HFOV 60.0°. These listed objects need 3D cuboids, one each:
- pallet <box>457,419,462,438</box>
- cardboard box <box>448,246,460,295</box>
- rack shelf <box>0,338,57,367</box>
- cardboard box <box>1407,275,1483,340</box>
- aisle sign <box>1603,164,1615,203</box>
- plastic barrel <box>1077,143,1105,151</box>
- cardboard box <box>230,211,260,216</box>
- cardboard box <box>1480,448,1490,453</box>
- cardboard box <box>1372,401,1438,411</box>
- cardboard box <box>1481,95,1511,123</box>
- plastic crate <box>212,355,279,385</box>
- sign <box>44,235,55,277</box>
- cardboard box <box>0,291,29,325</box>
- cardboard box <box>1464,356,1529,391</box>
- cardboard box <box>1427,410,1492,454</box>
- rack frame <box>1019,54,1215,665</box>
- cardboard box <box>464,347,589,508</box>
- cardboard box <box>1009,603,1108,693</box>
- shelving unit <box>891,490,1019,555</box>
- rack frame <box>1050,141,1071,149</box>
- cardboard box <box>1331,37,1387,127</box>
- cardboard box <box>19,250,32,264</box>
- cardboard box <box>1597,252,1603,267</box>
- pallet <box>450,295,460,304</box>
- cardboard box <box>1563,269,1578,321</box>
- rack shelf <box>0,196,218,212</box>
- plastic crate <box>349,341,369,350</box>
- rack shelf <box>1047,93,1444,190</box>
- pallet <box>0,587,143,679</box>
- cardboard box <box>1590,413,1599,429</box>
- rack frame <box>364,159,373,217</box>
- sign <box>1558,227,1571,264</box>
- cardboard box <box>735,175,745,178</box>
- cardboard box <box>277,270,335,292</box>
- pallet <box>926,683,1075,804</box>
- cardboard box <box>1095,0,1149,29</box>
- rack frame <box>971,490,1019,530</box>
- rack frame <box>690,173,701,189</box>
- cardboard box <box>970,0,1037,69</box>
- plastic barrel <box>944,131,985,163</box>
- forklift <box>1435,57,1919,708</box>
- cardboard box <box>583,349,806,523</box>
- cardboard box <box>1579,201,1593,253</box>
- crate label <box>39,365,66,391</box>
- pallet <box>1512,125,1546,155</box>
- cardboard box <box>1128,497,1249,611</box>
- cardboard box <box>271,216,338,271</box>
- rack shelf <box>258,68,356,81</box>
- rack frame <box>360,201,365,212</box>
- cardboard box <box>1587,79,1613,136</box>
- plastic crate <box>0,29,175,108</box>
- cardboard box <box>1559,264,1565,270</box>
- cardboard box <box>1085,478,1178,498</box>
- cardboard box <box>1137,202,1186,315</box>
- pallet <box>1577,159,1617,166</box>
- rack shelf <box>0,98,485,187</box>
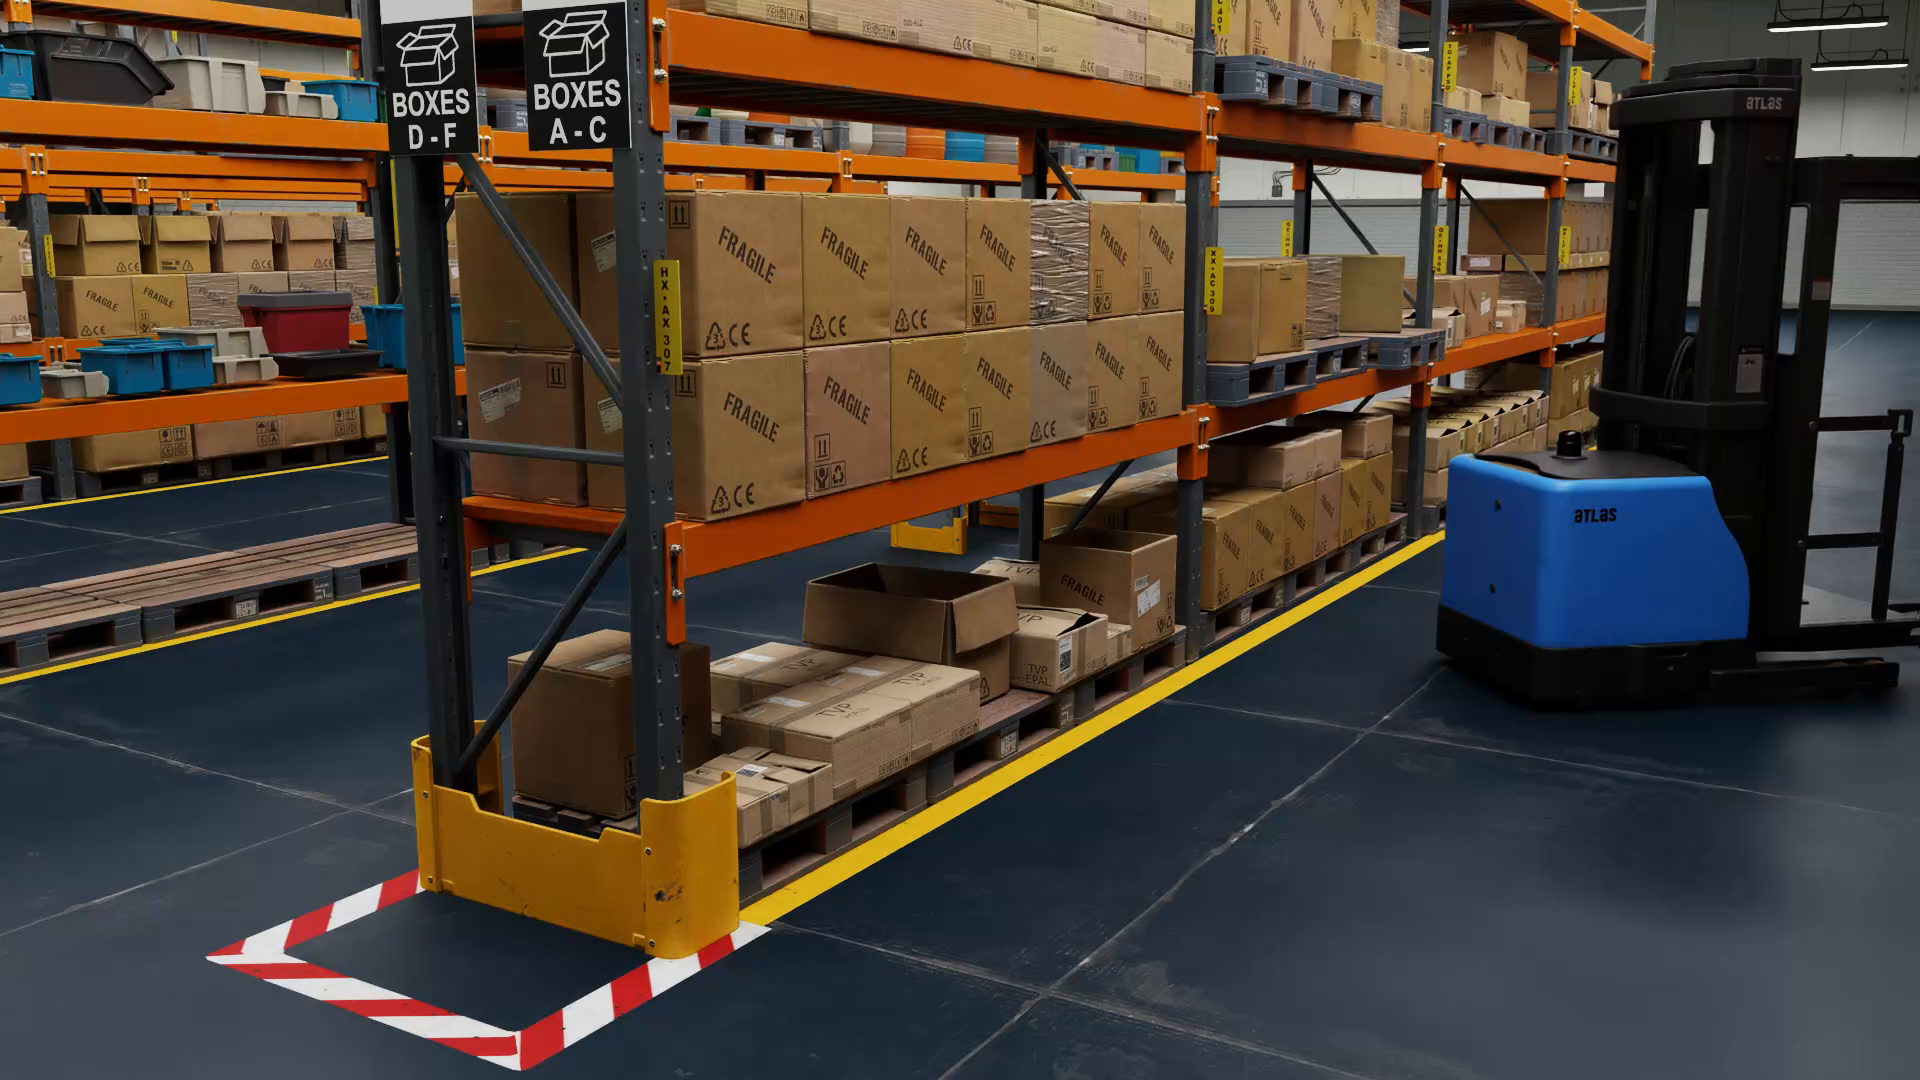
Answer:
[{"bbox_3d":[-5.210,-1.222,17.825,1.003,0.211,1.213,6,12,31],"label":"pallet"},{"bbox_3d":[-5.371,-2.815,17.339,0.500,0.500,0.500,5,12,24],"label":"cardboard box"},{"bbox_3d":[-8.732,-1.173,11.938,1.077,0.370,4.000,6,12,31],"label":"rack shelf"},{"bbox_3d":[3.978,-1.921,13.705,0.500,0.500,0.500,6,12,31],"label":"cardboard box"},{"bbox_3d":[7.286,-4.042,18.241,0.394,0.787,0.004,6,12,31],"label":"aisle sign"},{"bbox_3d":[1.301,-4.700,18.166,0.600,0.901,0.708,6,12,31],"label":"plastic barrel"},{"bbox_3d":[-11.312,-4.860,25.878,0.700,0.500,0.500,6,12,31],"label":"cardboard box"},{"bbox_3d":[3.896,-0.594,13.221,0.500,0.250,0.500,6,12,29],"label":"cardboard box"},{"bbox_3d":[3.700,-1.000,13.865,0.500,0.311,0.500,7,13,32],"label":"cardboard box"},{"bbox_3d":[4.314,-3.577,13.938,0.500,0.250,0.500,5,12,25],"label":"cardboard box"},{"bbox_3d":[-4.108,-0.965,9.427,0.293,0.136,0.466,6,12,31],"label":"plastic crate"},{"bbox_3d":[-7.218,-2.253,13.183,0.100,0.325,0.005,6,12,31],"label":"sign"},{"bbox_3d":[-7.699,-1.819,13.034,0.500,0.250,0.500,6,12,30],"label":"cardboard box"},{"bbox_3d":[5.248,-1.547,16.275,0.500,0.500,0.500,6,12,31],"label":"cardboard box"},{"bbox_3d":[3.903,-0.872,13.180,0.500,0.311,0.500,6,12,29],"label":"cardboard box"},{"bbox_3d":[0.771,-0.894,8.494,1.000,3.000,0.127,6,12,31],"label":"rack frame"},{"bbox_3d":[-1.306,-0.411,5.639,0.500,0.500,0.500,7,13,32],"label":"cardboard box"},{"bbox_3d":[0.328,0.446,7.447,0.500,0.311,0.500,6,12,31],"label":"cardboard box"},{"bbox_3d":[0.040,-0.749,11.795,0.587,1.500,1.083,6,12,31],"label":"shelving unit"},{"bbox_3d":[0.693,-5.575,17.193,1.000,3.000,0.127,6,12,31],"label":"rack frame"},{"bbox_3d":[2.115,-2.813,10.320,0.910,0.500,0.500,6,12,31],"label":"cardboard box"},{"bbox_3d":[-10.200,-3.054,17.957,0.380,0.149,0.250,6,12,31],"label":"cardboard box"},{"bbox_3d":[6.430,-2.909,17.221,0.380,0.149,0.250,7,13,32],"label":"cardboard box"},{"bbox_3d":[-5.338,-2.498,17.583,1.213,0.211,1.003,6,12,31],"label":"pallet"},{"bbox_3d":[5.682,-2.434,16.447,0.700,0.500,0.500,7,12,32],"label":"cardboard box"},{"bbox_3d":[-15.216,-5.955,29.330,1.077,0.370,4.000,6,12,31],"label":"rack shelf"},{"bbox_3d":[-3.824,-1.208,10.725,0.396,0.136,0.243,6,12,31],"label":"plastic crate"},{"bbox_3d":[1.809,-2.330,9.964,1.077,0.370,4.000,6,12,31],"label":"rack shelf"},{"bbox_3d":[-5.076,0.506,8.594,1.003,0.211,1.213,6,12,31],"label":"pallet"},{"bbox_3d":[6.207,-1.287,16.921,0.500,0.250,0.500,6,12,31],"label":"cardboard box"},{"bbox_3d":[-5.617,-2.470,16.912,1.000,3.000,0.127,6,12,31],"label":"rack frame"},{"bbox_3d":[5.393,-2.632,14.846,0.100,0.325,0.005,6,12,31],"label":"sign"},{"bbox_3d":[-2.817,-4.630,20.705,0.500,0.250,0.500,6,12,30],"label":"cardboard box"},{"bbox_3d":[-6.192,-2.258,15.508,0.500,0.500,0.500,6,12,29],"label":"cardboard box"},{"bbox_3d":[-0.219,0.777,7.145,1.003,0.211,1.213,6,12,31],"label":"pallet"},{"bbox_3d":[0.488,-2.360,7.220,0.500,0.250,0.500,6,12,31],"label":"cardboard box"},{"bbox_3d":[0.308,-0.831,12.229,0.500,1.500,0.032,6,12,31],"label":"rack frame"},{"bbox_3d":[-3.540,-3.099,20.273,1.000,3.000,0.127,6,12,31],"label":"rack frame"},{"bbox_3d":[-0.039,-1.958,6.430,0.500,0.250,0.500,6,12,31],"label":"cardboard box"},{"bbox_3d":[-0.065,-4.041,15.786,0.600,0.901,0.708,6,12,31],"label":"plastic barrel"},{"bbox_3d":[4.000,-0.788,8.115,3.031,2.935,1.130,-2,11,-12],"label":"forklift"},{"bbox_3d":[-0.850,-0.359,5.362,0.500,0.500,0.500,7,13,32],"label":"cardboard box"},{"bbox_3d":[5.931,-3.146,16.726,0.700,0.500,0.500,6,12,31],"label":"cardboard box"},{"bbox_3d":[-4.982,-0.875,8.943,0.396,0.136,0.243,6,12,31],"label":"crate label"},{"bbox_3d":[4.478,-3.393,14.208,0.805,0.209,1.217,6,12,28],"label":"pallet"},{"bbox_3d":[1.230,0.065,8.965,0.500,0.500,0.500,6,12,28],"label":"cardboard box"},{"bbox_3d":[-6.351,-2.797,15.659,0.797,0.503,0.637,7,13,32],"label":"cardboard box"},{"bbox_3d":[-8.765,-5.673,20.759,1.077,0.370,4.000,6,12,31],"label":"rack shelf"},{"bbox_3d":[-9.933,-4.675,28.690,1.000,3.000,0.127,6,12,31],"label":"rack frame"},{"bbox_3d":[5.887,-4.200,16.196,0.797,0.503,0.637,8,13,37],"label":"cardboard box"},{"bbox_3d":[-4.509,-2.397,8.537,0.504,0.338,0.767,6,12,31],"label":"plastic crate"},{"bbox_3d":[5.492,-2.624,15.701,0.380,0.149,0.250,6,12,29],"label":"cardboard box"},{"bbox_3d":[1.046,-0.064,9.655,0.500,0.500,0.500,6,12,31],"label":"cardboard box"},{"bbox_3d":[0.730,-1.331,7.835,0.500,0.500,0.500,6,12,31],"label":"cardboard box"},{"bbox_3d":[6.612,-4.104,17.726,1.003,0.211,1.213,6,12,31],"label":"pallet"},{"bbox_3d":[-4.499,-2.174,9.134,1.077,0.370,4.000,6,12,31],"label":"rack shelf"}]
